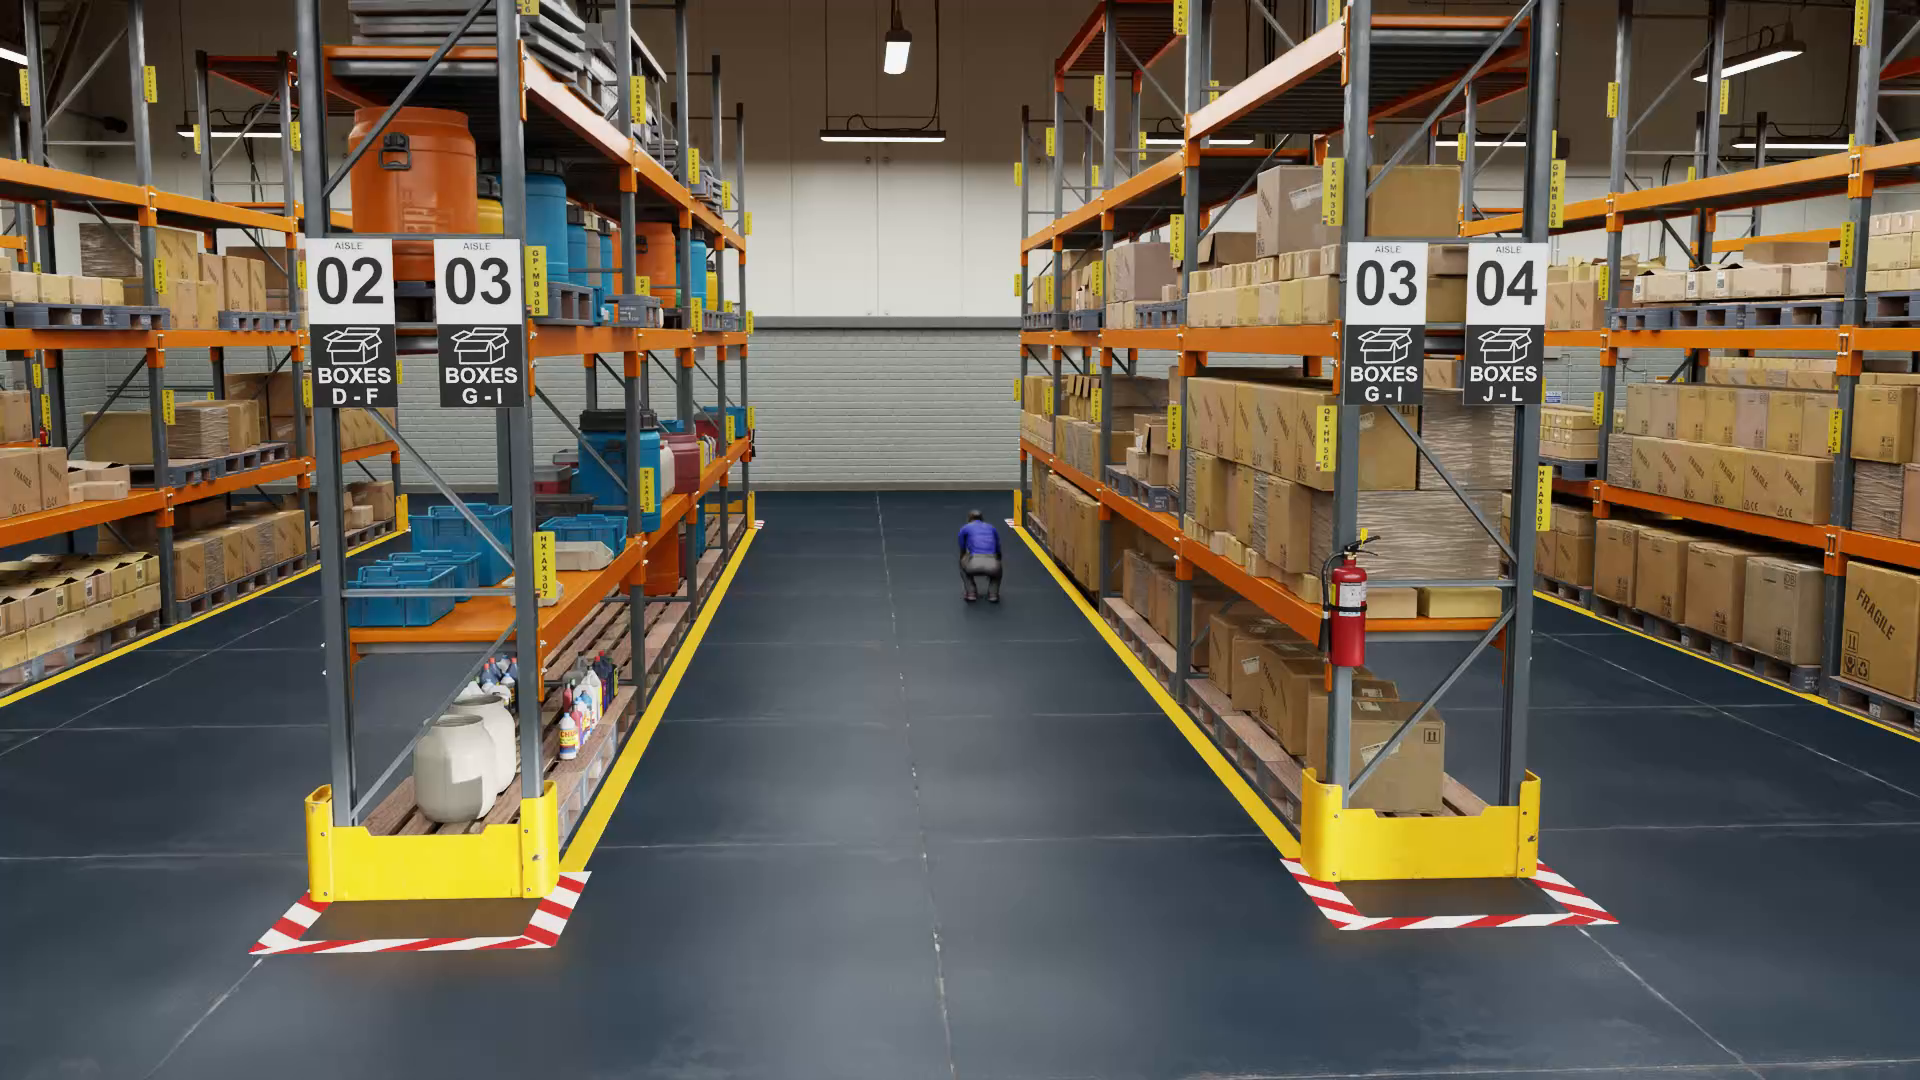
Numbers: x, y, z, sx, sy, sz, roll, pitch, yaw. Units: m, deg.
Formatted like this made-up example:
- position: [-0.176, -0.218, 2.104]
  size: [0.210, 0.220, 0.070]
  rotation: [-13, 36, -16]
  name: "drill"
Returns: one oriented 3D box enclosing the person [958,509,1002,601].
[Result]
- position: [0.220, 0.157, 17.528]
  size: [0.472, 0.938, 0.827]
  rotation: [0, 7, -2]
  name: "person"
